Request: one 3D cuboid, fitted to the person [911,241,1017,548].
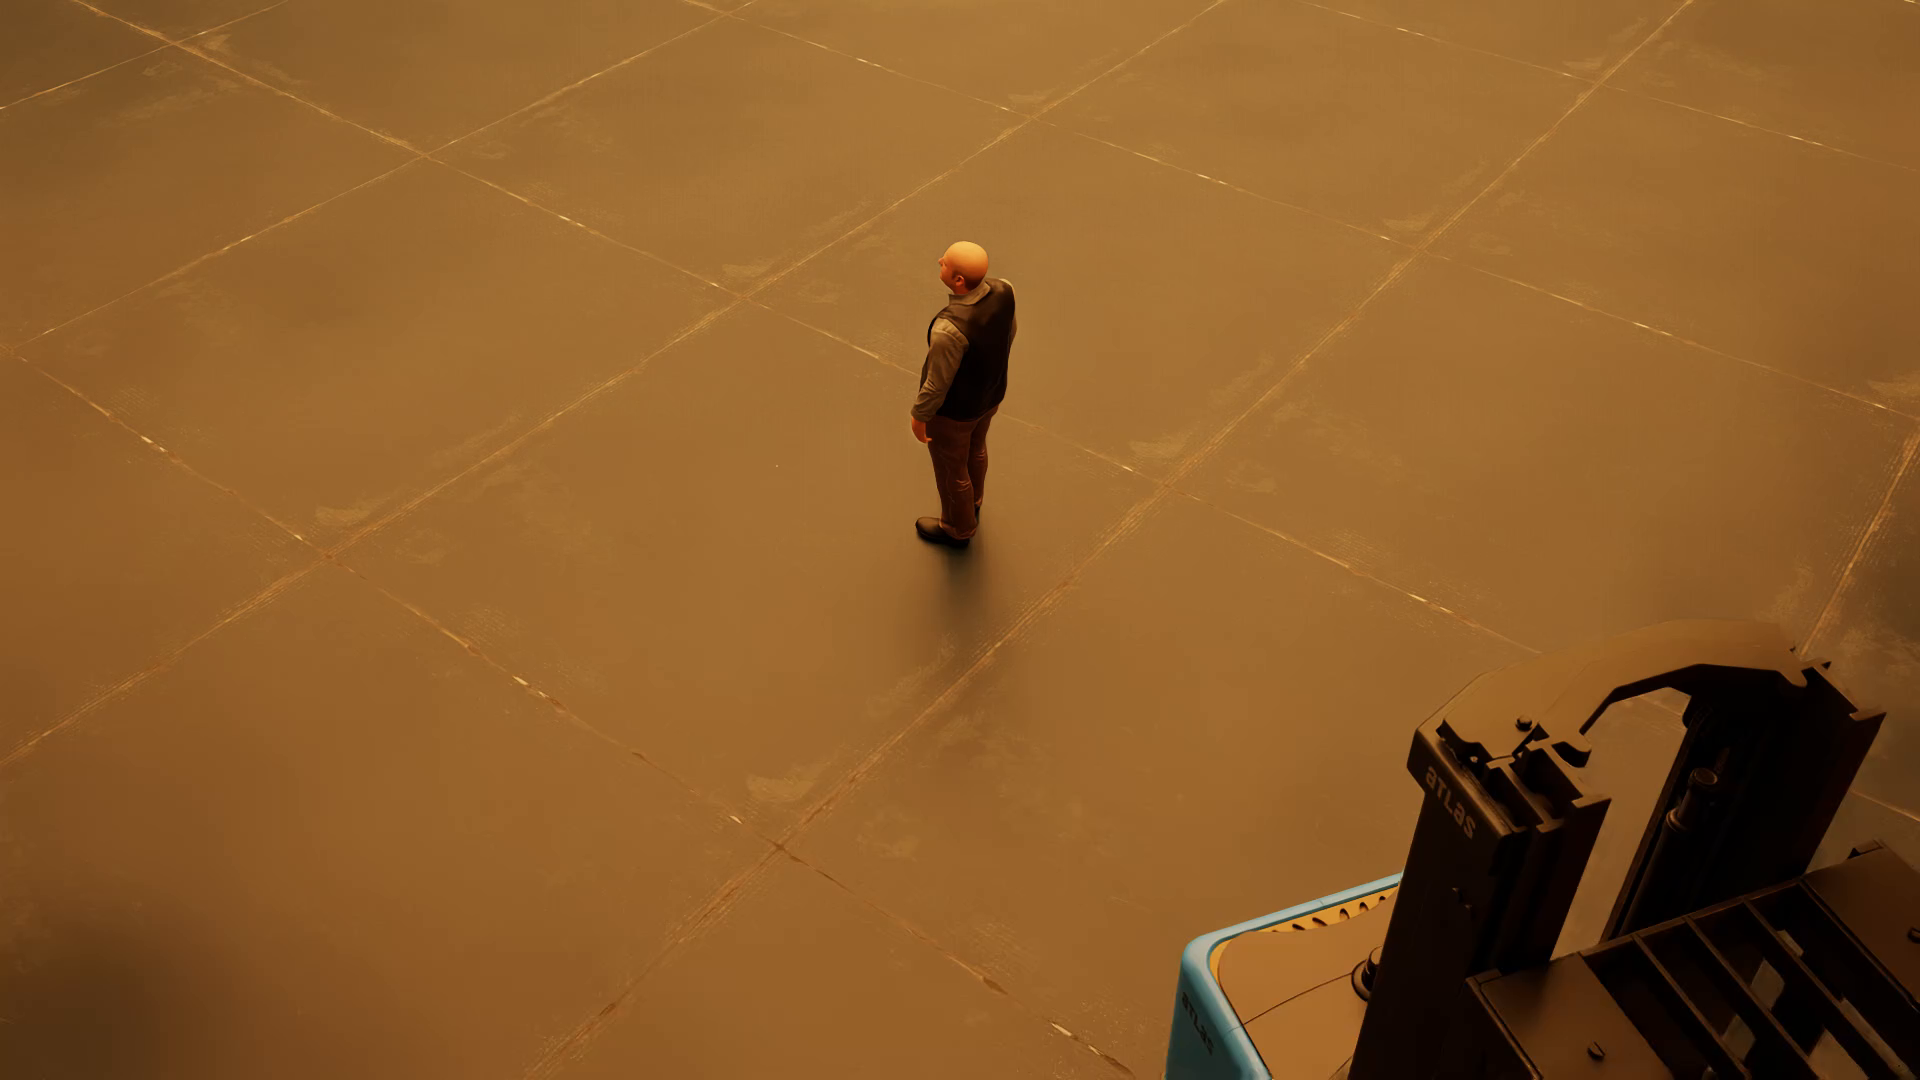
[{"bbox_3d":[-0.046,-0.689,7.803,0.566,1.722,0.634,26,47,28],"label":"person"}]

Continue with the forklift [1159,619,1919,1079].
[{"bbox_3d":[1.657,1.753,4.018,1.130,2.935,3.031,-13,42,-15],"label":"forklift"}]
